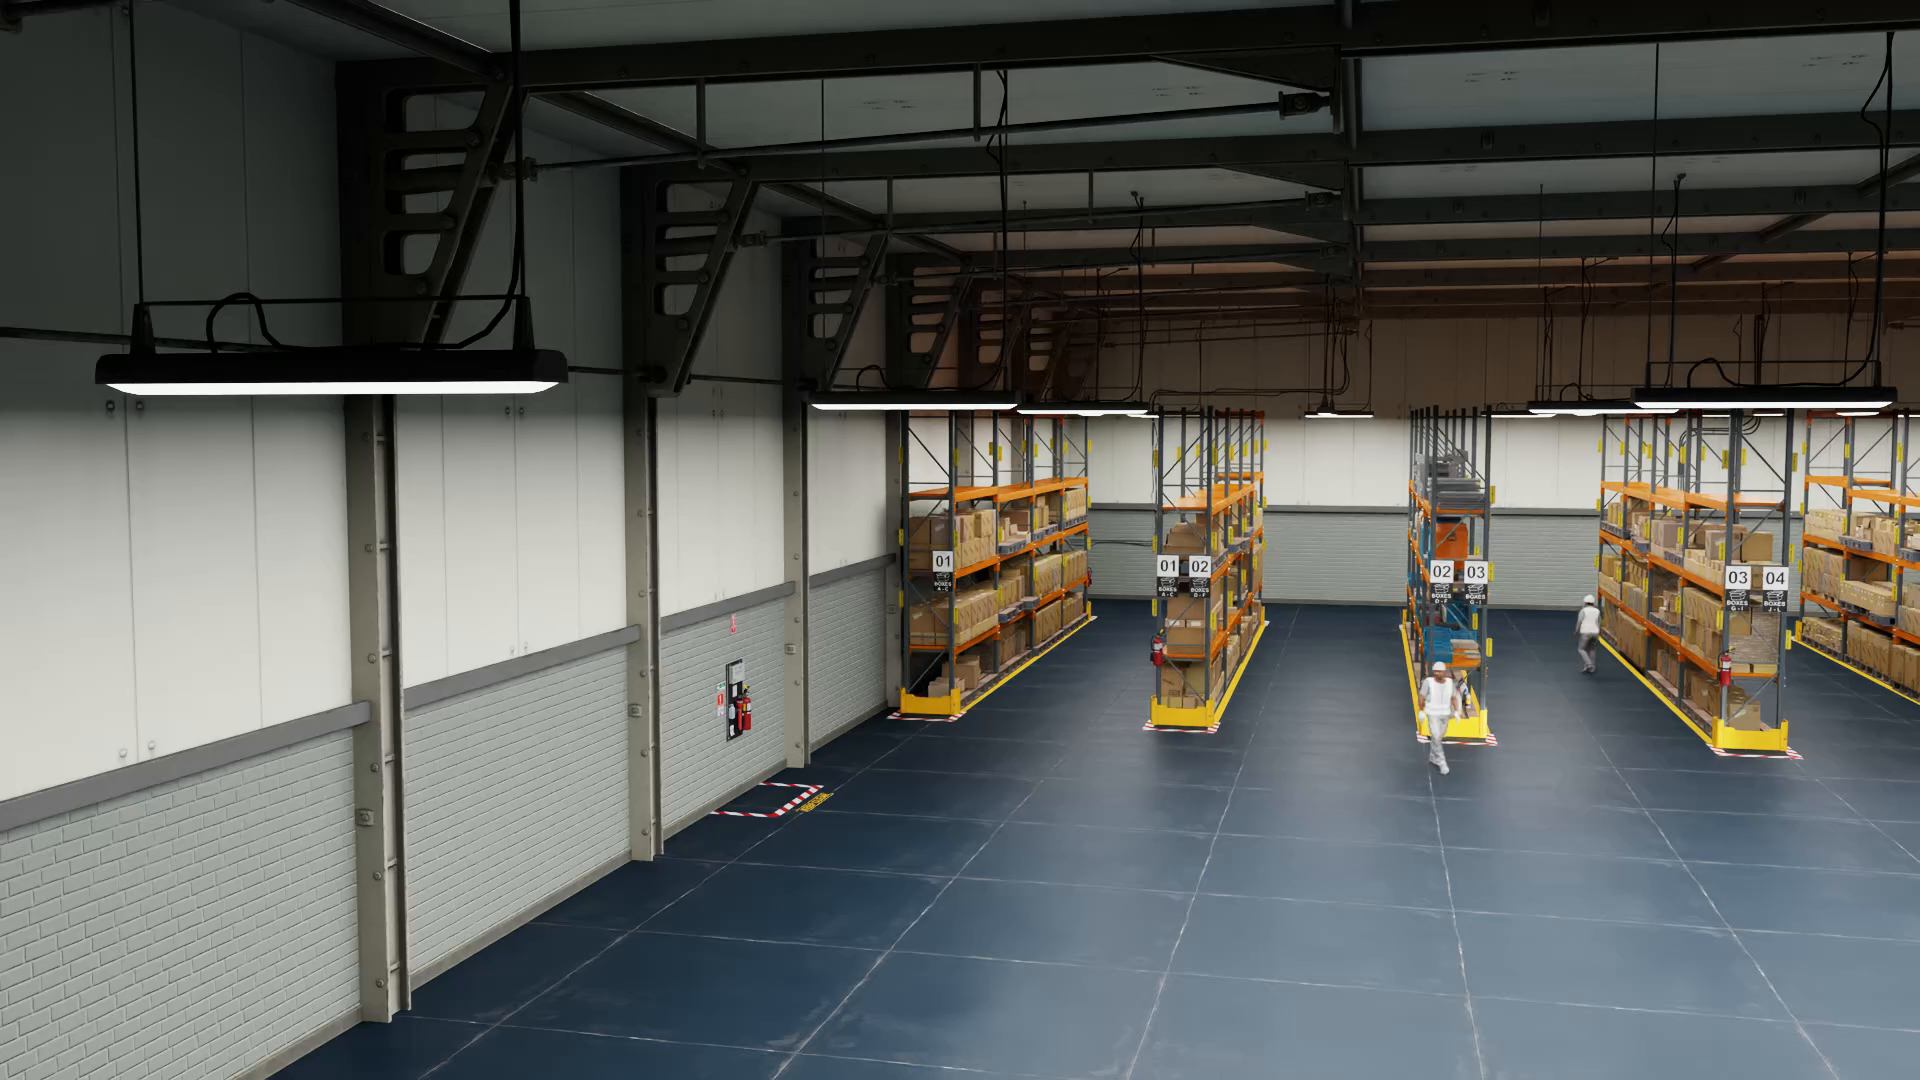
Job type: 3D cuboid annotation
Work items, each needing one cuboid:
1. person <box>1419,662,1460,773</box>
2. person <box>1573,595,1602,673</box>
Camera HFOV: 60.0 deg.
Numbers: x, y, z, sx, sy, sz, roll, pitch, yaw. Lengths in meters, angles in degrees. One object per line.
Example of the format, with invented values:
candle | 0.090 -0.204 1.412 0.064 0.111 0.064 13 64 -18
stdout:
person | 7.881 2.871 27.274 0.580 1.760 0.878 -1 4 -9
person | 14.355 2.139 37.890 0.600 1.751 0.634 -1 4 -10
